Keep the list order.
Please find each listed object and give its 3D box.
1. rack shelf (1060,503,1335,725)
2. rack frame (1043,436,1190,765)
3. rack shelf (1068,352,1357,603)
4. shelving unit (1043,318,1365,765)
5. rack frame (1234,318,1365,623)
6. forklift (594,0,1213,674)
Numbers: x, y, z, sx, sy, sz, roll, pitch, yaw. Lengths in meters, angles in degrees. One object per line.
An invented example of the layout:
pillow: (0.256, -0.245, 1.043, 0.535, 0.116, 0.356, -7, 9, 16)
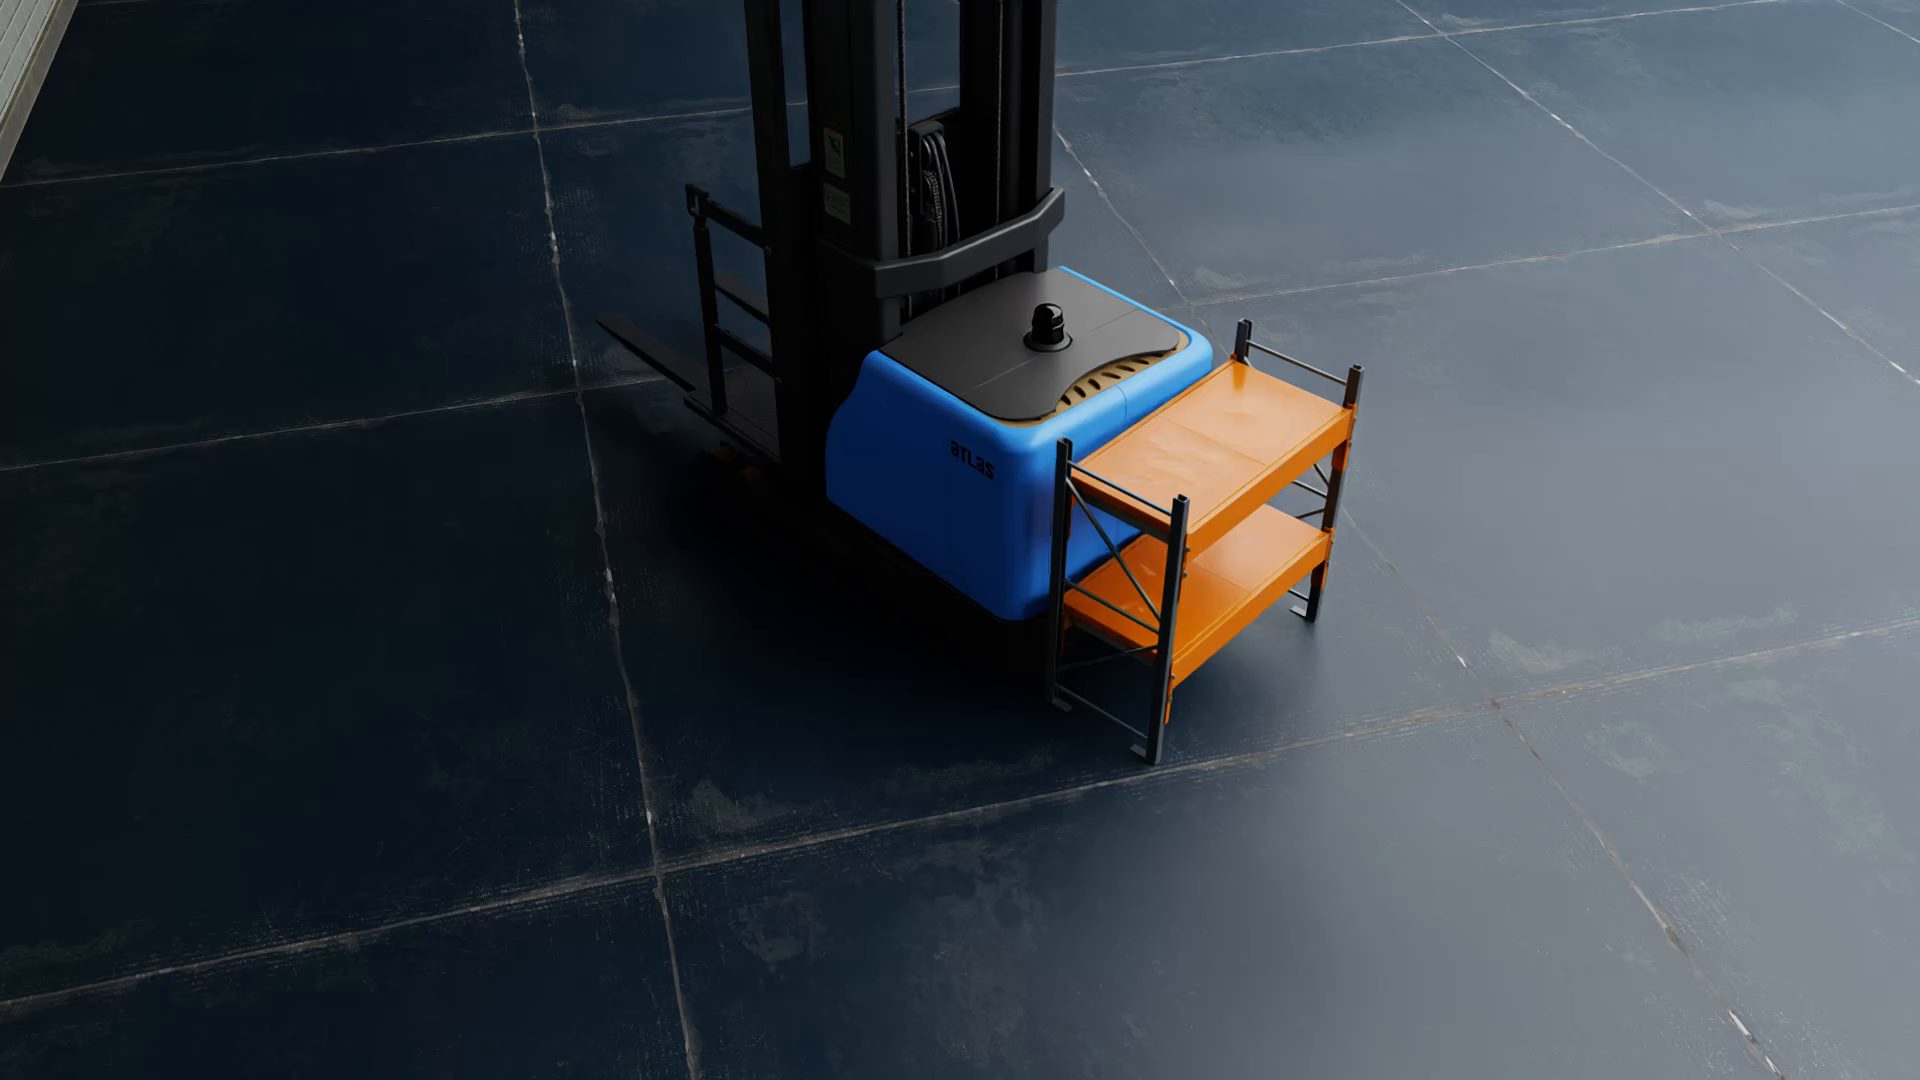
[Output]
rack shelf: (0.839, 0.185, 5.980, 0.538, 0.278, 1.000, 29, 46, 32)
rack frame: (0.501, 0.222, 5.529, 0.500, 1.125, 0.032, 29, 46, 32)
rack shelf: (0.843, -0.239, 5.650, 0.538, 0.278, 1.000, 29, 46, 32)
shelving unit: (0.841, -0.008, 5.830, 0.538, 1.125, 1.048, 29, 46, 32)
rack frame: (1.180, -0.238, 6.130, 0.500, 1.125, 0.032, 29, 46, 32)
forklift: (-0.443, -1.490, 6.286, 1.130, 2.935, 3.031, -29, 46, -32)
